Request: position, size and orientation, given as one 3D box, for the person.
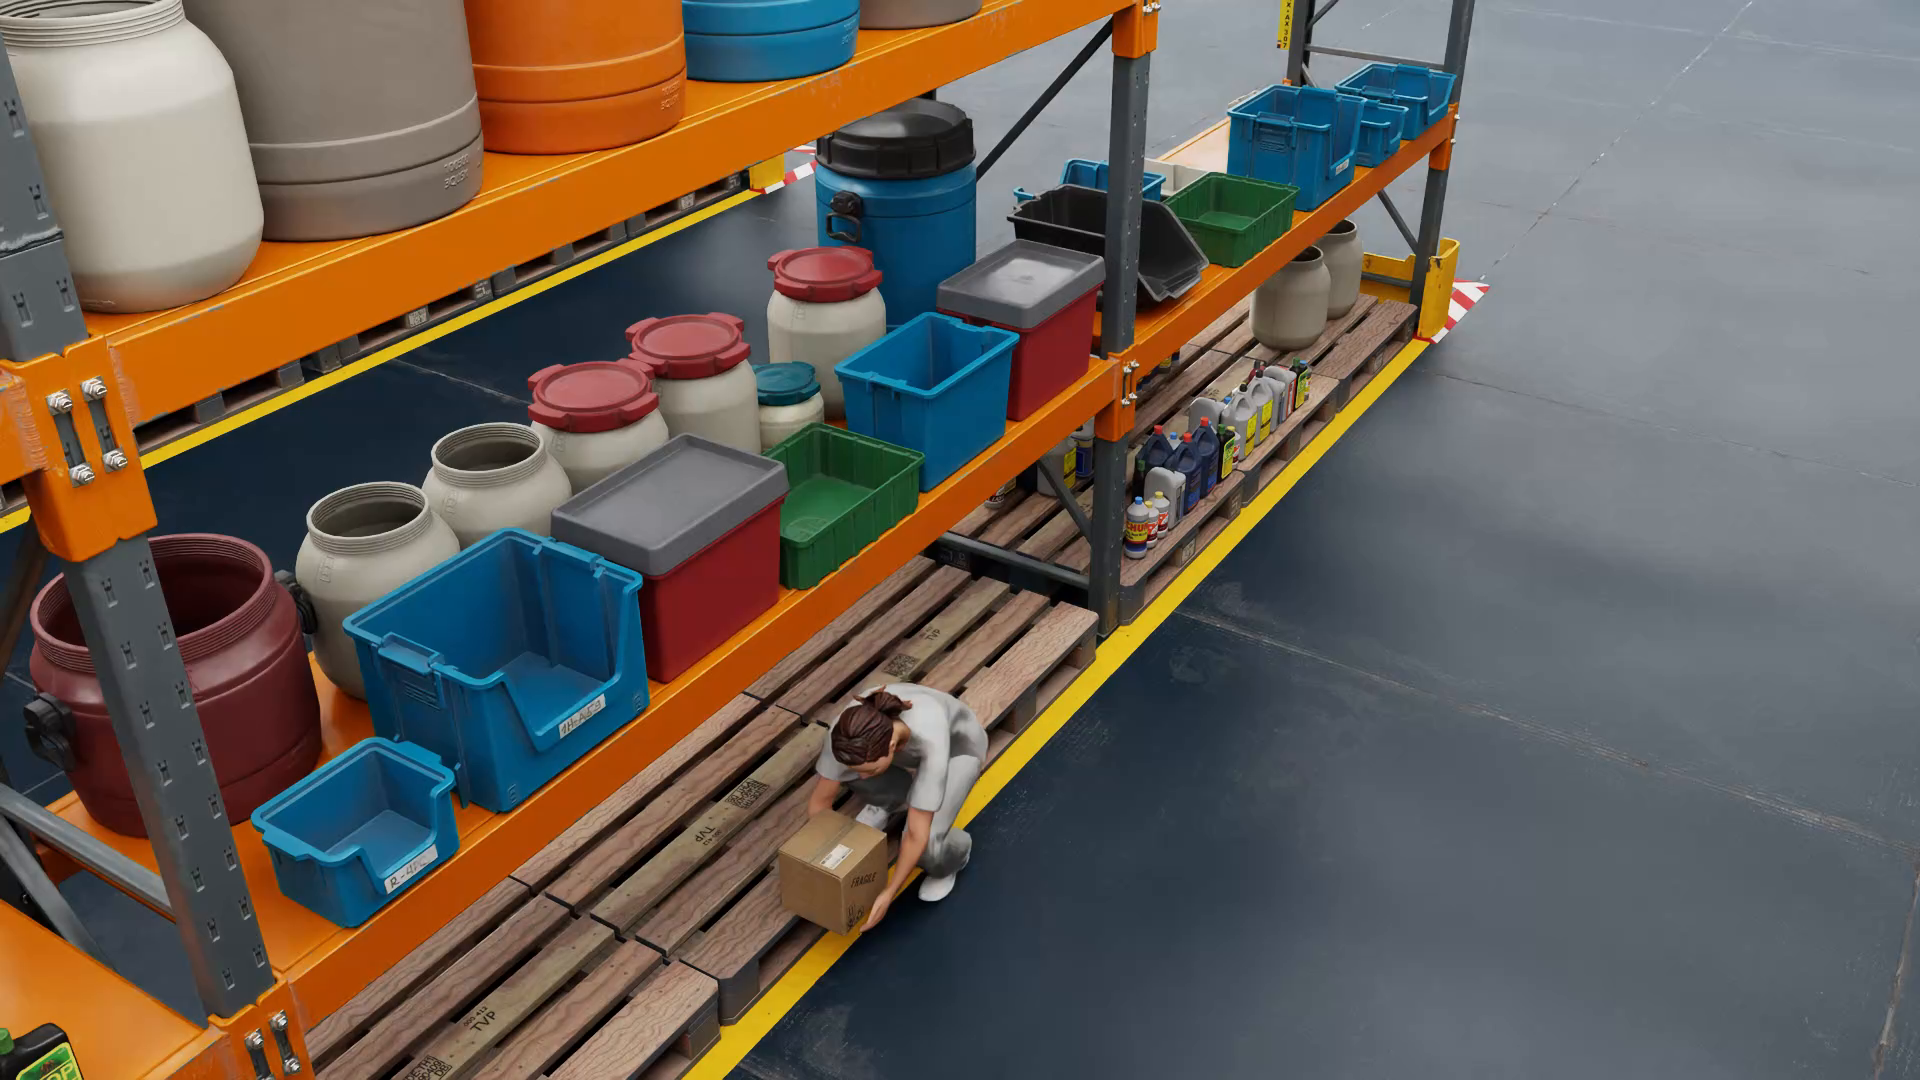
[{"bbox_3d":[-0.196,0.802,5.507,0.479,0.939,0.799,18,35,27],"label":"person"}]
